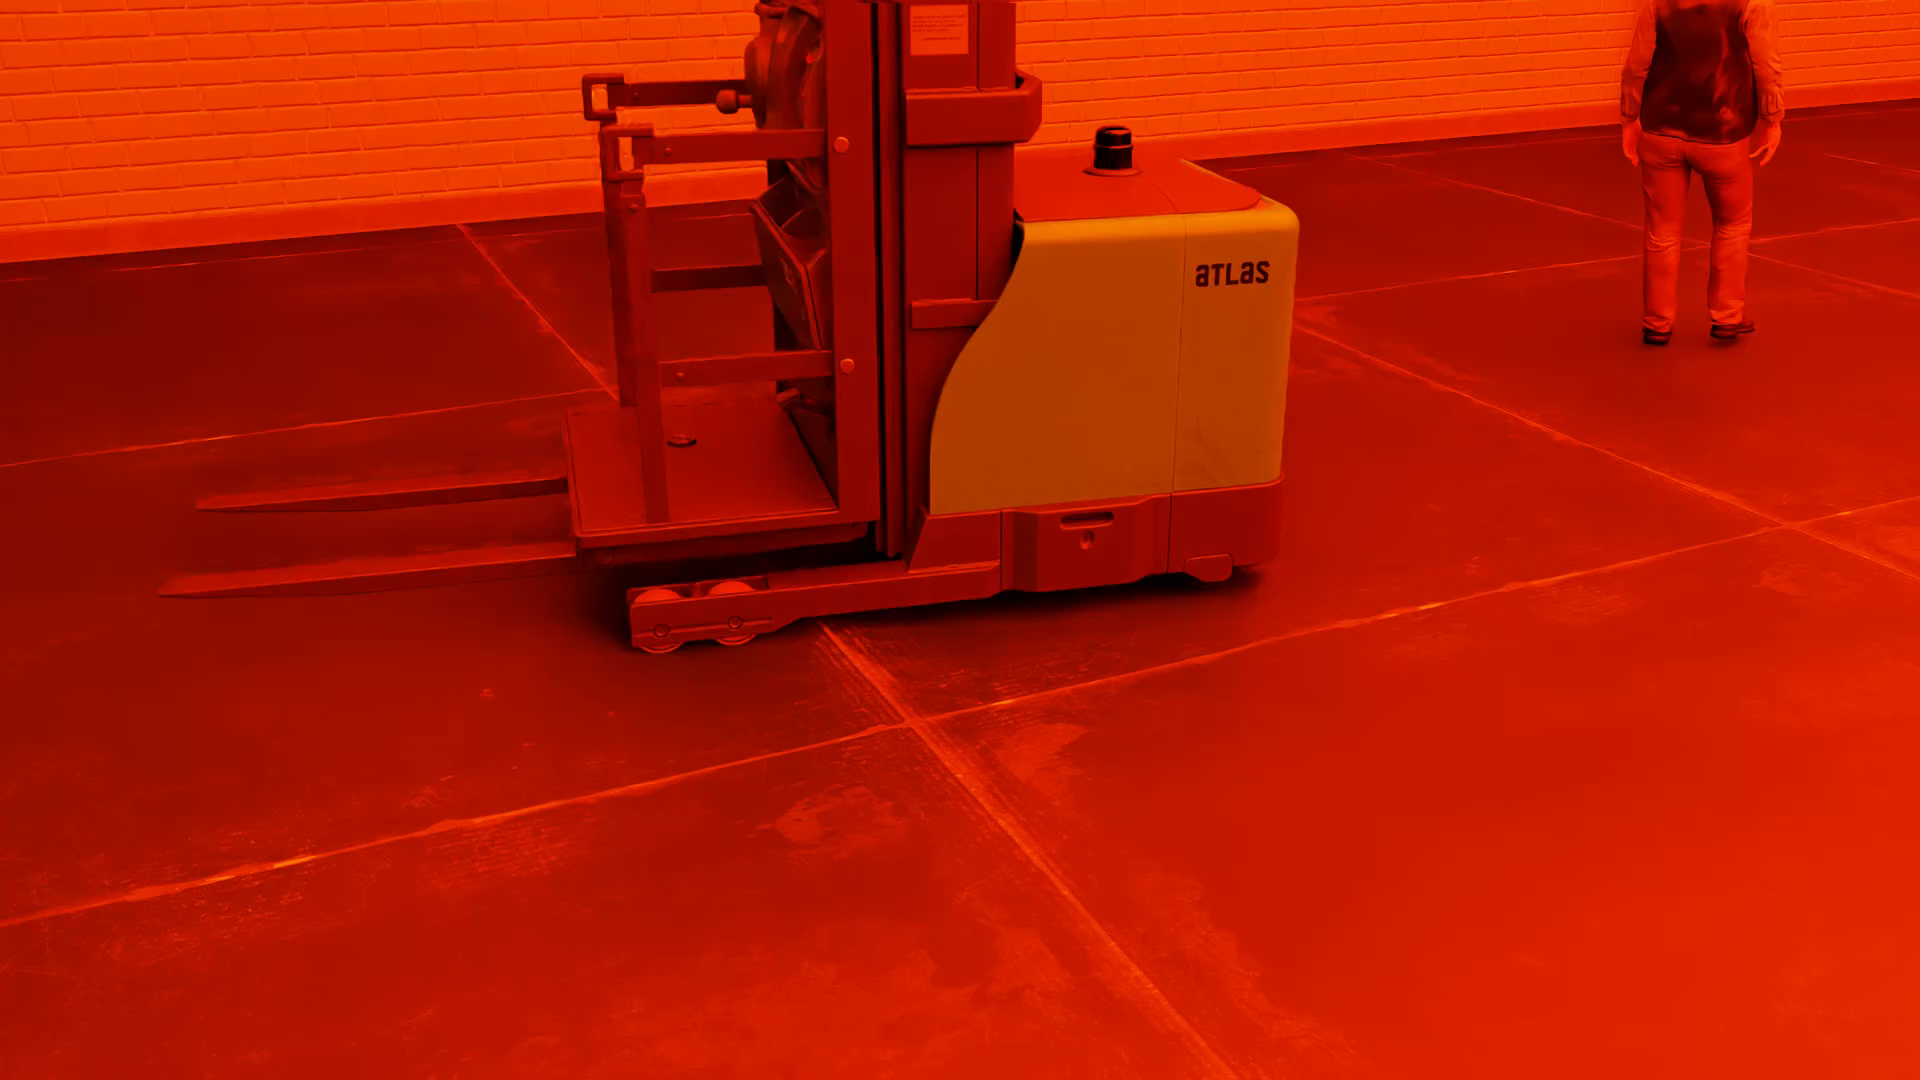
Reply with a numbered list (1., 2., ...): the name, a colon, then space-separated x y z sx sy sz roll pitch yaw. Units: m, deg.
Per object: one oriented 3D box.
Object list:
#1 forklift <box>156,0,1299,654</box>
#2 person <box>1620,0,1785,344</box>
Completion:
1. forklift: -0.647 -1.278 4.363 3.031 2.935 1.130 -6 23 -13
2. person: 3.048 -1.664 6.853 0.633 1.717 0.579 14 27 31
